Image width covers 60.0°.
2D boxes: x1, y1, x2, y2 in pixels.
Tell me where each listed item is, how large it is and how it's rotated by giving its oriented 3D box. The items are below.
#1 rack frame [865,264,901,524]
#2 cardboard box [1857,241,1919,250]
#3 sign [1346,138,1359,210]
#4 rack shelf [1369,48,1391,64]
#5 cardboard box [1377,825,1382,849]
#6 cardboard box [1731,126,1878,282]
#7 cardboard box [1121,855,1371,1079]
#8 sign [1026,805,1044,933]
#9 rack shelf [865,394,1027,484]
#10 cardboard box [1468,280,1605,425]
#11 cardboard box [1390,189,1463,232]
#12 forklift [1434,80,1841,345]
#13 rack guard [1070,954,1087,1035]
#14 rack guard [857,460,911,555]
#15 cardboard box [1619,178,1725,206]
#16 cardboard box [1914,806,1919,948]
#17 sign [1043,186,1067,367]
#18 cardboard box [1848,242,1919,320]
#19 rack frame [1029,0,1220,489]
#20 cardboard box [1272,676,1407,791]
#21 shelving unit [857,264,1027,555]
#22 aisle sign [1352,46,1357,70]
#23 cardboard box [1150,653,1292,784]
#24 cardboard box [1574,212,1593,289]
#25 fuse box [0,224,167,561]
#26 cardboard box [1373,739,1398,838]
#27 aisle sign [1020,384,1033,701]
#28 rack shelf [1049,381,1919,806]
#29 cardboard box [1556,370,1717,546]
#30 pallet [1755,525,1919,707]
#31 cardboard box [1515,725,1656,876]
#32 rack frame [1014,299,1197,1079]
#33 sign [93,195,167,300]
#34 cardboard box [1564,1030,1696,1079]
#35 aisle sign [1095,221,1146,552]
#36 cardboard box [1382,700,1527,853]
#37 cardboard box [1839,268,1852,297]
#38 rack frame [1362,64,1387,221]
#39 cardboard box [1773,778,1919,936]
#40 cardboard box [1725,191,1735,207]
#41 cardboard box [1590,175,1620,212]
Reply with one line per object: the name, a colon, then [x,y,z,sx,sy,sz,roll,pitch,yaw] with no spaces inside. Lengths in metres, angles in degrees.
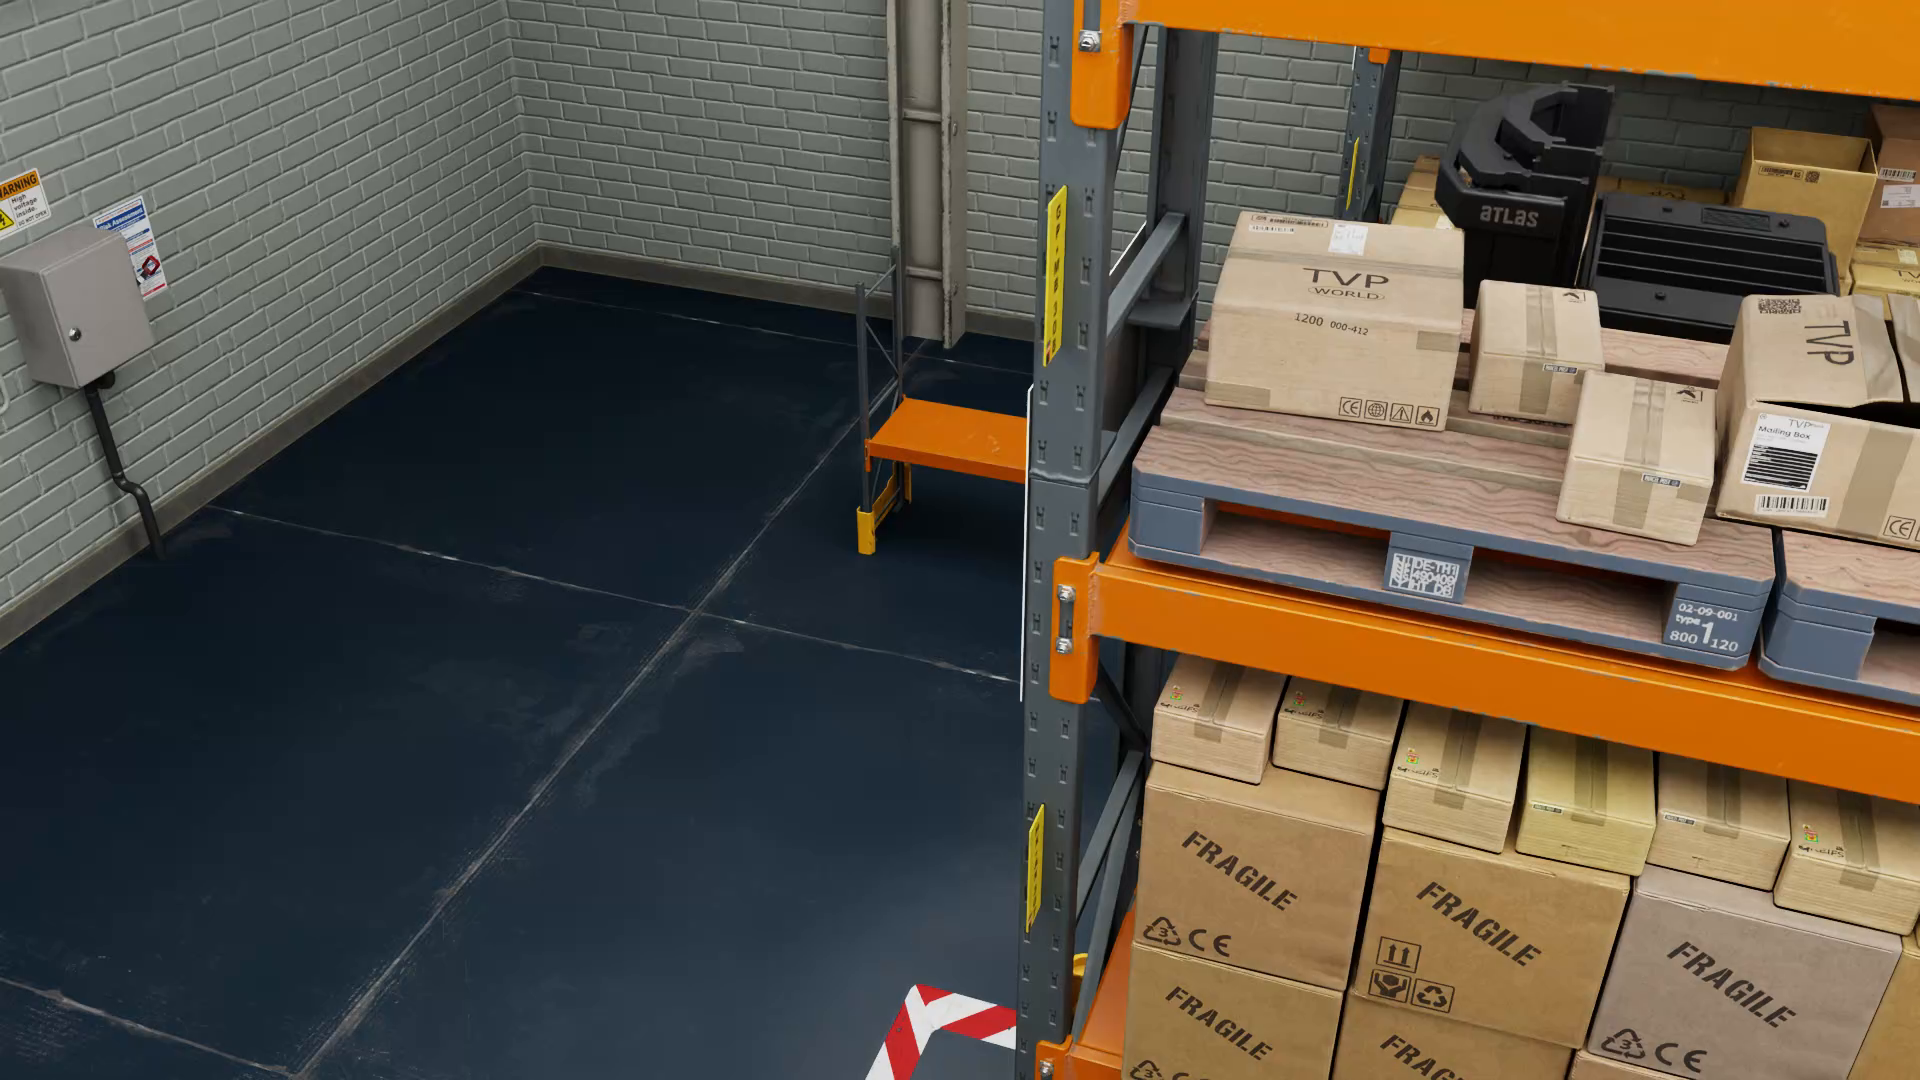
rack frame: [-0.398,-0.708,8.464,0.013,1.308,0.475,11,34,16]
cardboard box: [4.472,-1.388,7.998,0.500,0.250,0.500,12,35,18]
sign: [1.858,-1.732,7.869,0.005,0.325,0.100,11,34,16]
rack shelf: [3.924,-2.237,7.348,4.000,0.370,1.077,11,34,16]
cardboard box: [1.380,0.900,4.498,0.500,0.500,0.500,10,34,15]
cardboard box: [3.789,-1.528,7.523,0.500,0.500,0.500,12,35,18]
cardboard box: [0.725,1.082,4.216,0.500,0.500,0.500,11,34,16]
sign: [0.177,0.775,3.913,0.005,0.325,0.100,11,34,16]
rack shelf: [0.080,-0.463,8.417,1.000,0.185,0.538,11,34,16]
cardboard box: [1.245,-0.411,3.608,0.250,0.149,0.380,8,34,13]
cardboard box: [2.377,-1.487,8.151,0.500,0.250,0.500,11,34,17]
forklift: [2.459,-0.099,6.202,3.031,2.935,1.130,12,35,18]
rack guard: [0.347,1.935,5.291,0.348,0.500,1.175,11,34,16]
rack guard: [-0.397,-0.182,8.802,0.087,0.250,0.587,11,34,16]
cardboard box: [3.513,-1.571,8.281,0.500,0.250,0.500,12,35,18]
cardboard box: [2.056,0.667,3.340,0.250,0.149,0.380,10,34,15]
sign: [0.177,-0.489,3.097,0.005,0.325,0.100,11,34,16]
cardboard box: [4.303,-1.126,7.593,0.500,0.250,0.500,11,34,16]
rack frame: [0.370,-1.631,2.979,0.127,3.000,1.000,11,34,16]
cardboard box: [0.881,0.373,3.795,0.250,0.149,0.380,12,35,18]
shelving unit: [0.072,-0.616,8.322,1.083,1.500,0.587,11,34,16]
aisle sign: [1.878,-2.600,7.615,0.004,0.787,0.394,11,34,16]
cardboard box: [0.611,0.361,3.813,0.250,0.149,0.380,12,35,17]
cardboard box: [2.852,-1.395,8.009,0.500,0.250,0.500,11,35,17]
fuse box: [-4.100,-0.635,8.156,0.414,1.711,0.539,11,34,16]
cardboard box: [0.904,0.394,4.360,0.500,0.500,0.500,12,35,18]
aisle sign: [0.204,-0.068,3.692,0.004,0.787,0.394,11,34,16]
rack shelf: [2.252,0.298,3.421,4.000,0.370,1.077,11,34,16]
cardboard box: [1.316,-0.167,3.230,0.250,0.149,0.380,12,35,18]
pallet: [2.224,0.020,3.271,1.213,0.211,1.003,11,34,16]
cardboard box: [1.341,0.518,3.570,0.250,0.149,0.380,10,34,15]
rack frame: [0.370,0.890,4.607,0.127,3.000,1.000,11,34,16]
sign: [-4.129,-1.426,8.281,0.001,0.494,0.329,11,34,16]
cardboard box: [1.683,1.263,3.937,0.500,0.500,0.500,11,34,16]
aisle sign: [0.407,-0.374,4.167,0.004,0.787,0.394,11,34,16]
cardboard box: [1.087,0.479,3.630,0.250,0.149,0.380,12,35,18]
cardboard box: [3.819,-1.221,7.740,0.500,0.250,0.500,10,34,15]
rack frame: [2.040,-1.644,8.531,0.053,2.616,0.949,11,34,16]
cardboard box: [1.827,0.606,3.433,0.250,0.149,0.380,11,35,17]
cardboard box: [4.005,-1.475,8.133,0.500,0.250,0.500,11,34,16]
cardboard box: [3.048,-1.664,8.426,0.500,0.250,0.500,11,34,17]
